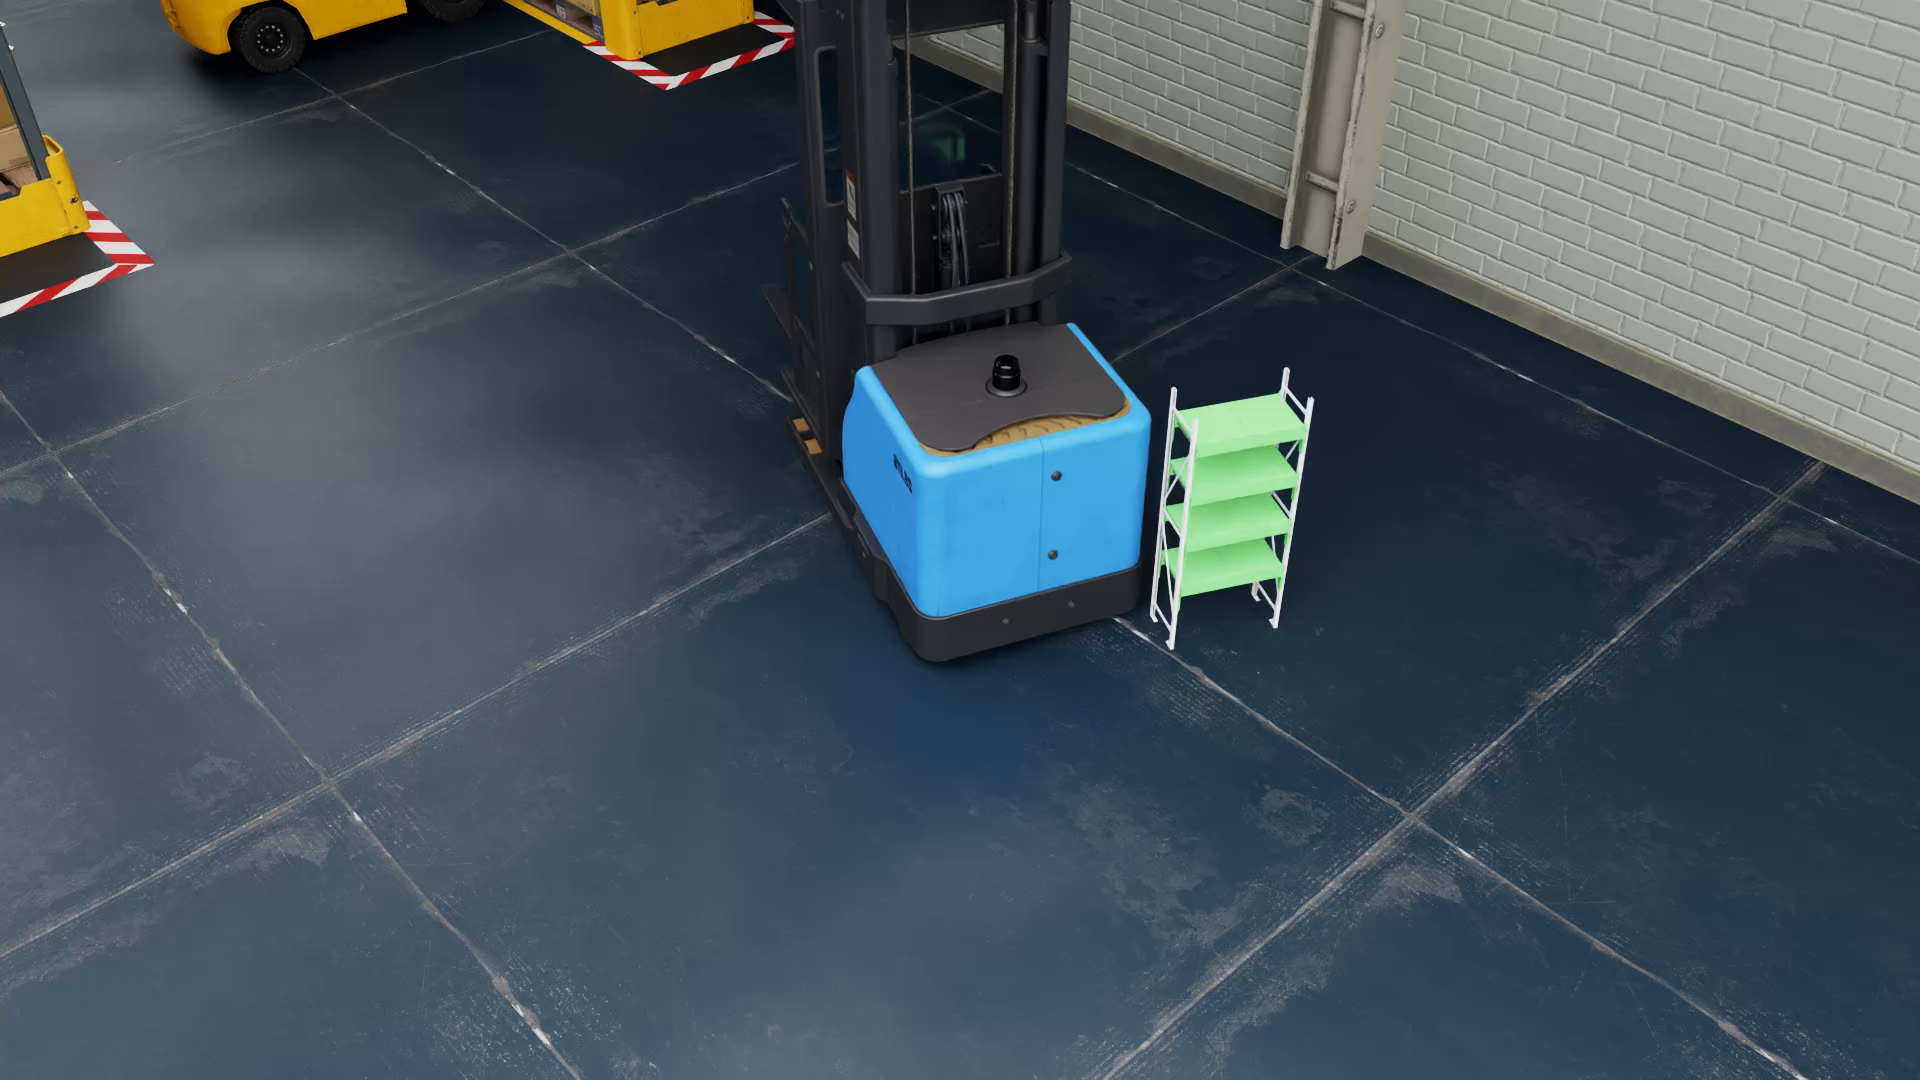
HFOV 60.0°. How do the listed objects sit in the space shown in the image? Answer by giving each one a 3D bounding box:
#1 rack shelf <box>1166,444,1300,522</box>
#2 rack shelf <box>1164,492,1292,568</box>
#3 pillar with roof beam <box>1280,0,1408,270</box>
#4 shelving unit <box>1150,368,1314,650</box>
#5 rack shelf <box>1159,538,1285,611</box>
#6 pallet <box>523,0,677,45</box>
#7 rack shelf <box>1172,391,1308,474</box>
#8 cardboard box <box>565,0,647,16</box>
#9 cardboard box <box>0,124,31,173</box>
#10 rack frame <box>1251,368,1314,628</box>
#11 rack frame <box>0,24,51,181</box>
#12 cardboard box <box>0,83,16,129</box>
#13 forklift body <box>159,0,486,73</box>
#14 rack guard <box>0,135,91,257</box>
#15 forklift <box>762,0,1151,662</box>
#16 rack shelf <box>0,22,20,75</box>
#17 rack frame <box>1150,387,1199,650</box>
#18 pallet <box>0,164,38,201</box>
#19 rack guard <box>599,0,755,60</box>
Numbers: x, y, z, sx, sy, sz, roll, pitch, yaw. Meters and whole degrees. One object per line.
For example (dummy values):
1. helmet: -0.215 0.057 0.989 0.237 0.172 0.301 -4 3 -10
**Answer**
1. rack shelf: 1.113 -0.247 6.821 0.480 0.148 0.258 -11 40 -13
2. rack shelf: 1.113 -0.061 6.972 0.480 0.148 0.258 -11 40 -13
3. pillar with roof beam: -1.019 -3.400 4.798 9.100 9.000 0.400 -30 48 -32
4. shelving unit: 1.113 -0.110 6.932 0.503 1.200 0.258 -11 40 -13
5. rack shelf: 1.113 0.126 7.123 0.480 0.148 0.258 -11 40 -13
6. pallet: -2.647 -4.219 12.805 1.003 0.211 1.213 -30 48 -32
7. rack shelf: 1.113 -0.434 6.670 0.480 0.148 0.258 -11 40 -13
8. cardboard box: -2.650 -4.144 12.348 0.500 0.250 0.500 -30 47 -31
9. cardboard box: -6.095 -2.441 10.239 0.500 0.250 0.500 -30 48 -32
10. rack frame: 1.347 -0.154 6.986 0.015 1.200 0.240 -11 40 -13
11. rack frame: -5.753 -2.856 8.899 1.000 3.000 0.127 -30 48 -32
12. cardboard box: -6.111 -2.743 10.017 0.500 0.500 0.500 -32 49 -33
13. forklift body: -4.726 -4.739 11.906 2.313 2.155 1.214 -30 48 -32
14. rack guard: -5.804 -1.919 9.728 1.175 0.500 0.348 -30 48 -32
15. forklift: -0.220 -1.558 7.346 1.130 2.935 3.031 -14 41 -17
16. rack shelf: -7.106 -3.502 10.271 1.077 0.370 4.000 -30 48 -32
17. rack frame: 0.879 -0.066 6.877 0.015 1.200 0.240 -11 40 -13
18. pallet: -6.328 -2.198 10.303 1.003 0.211 1.213 -30 48 -32
19. rack guard: -2.083 -3.984 12.285 1.175 0.500 0.348 -30 48 -32
